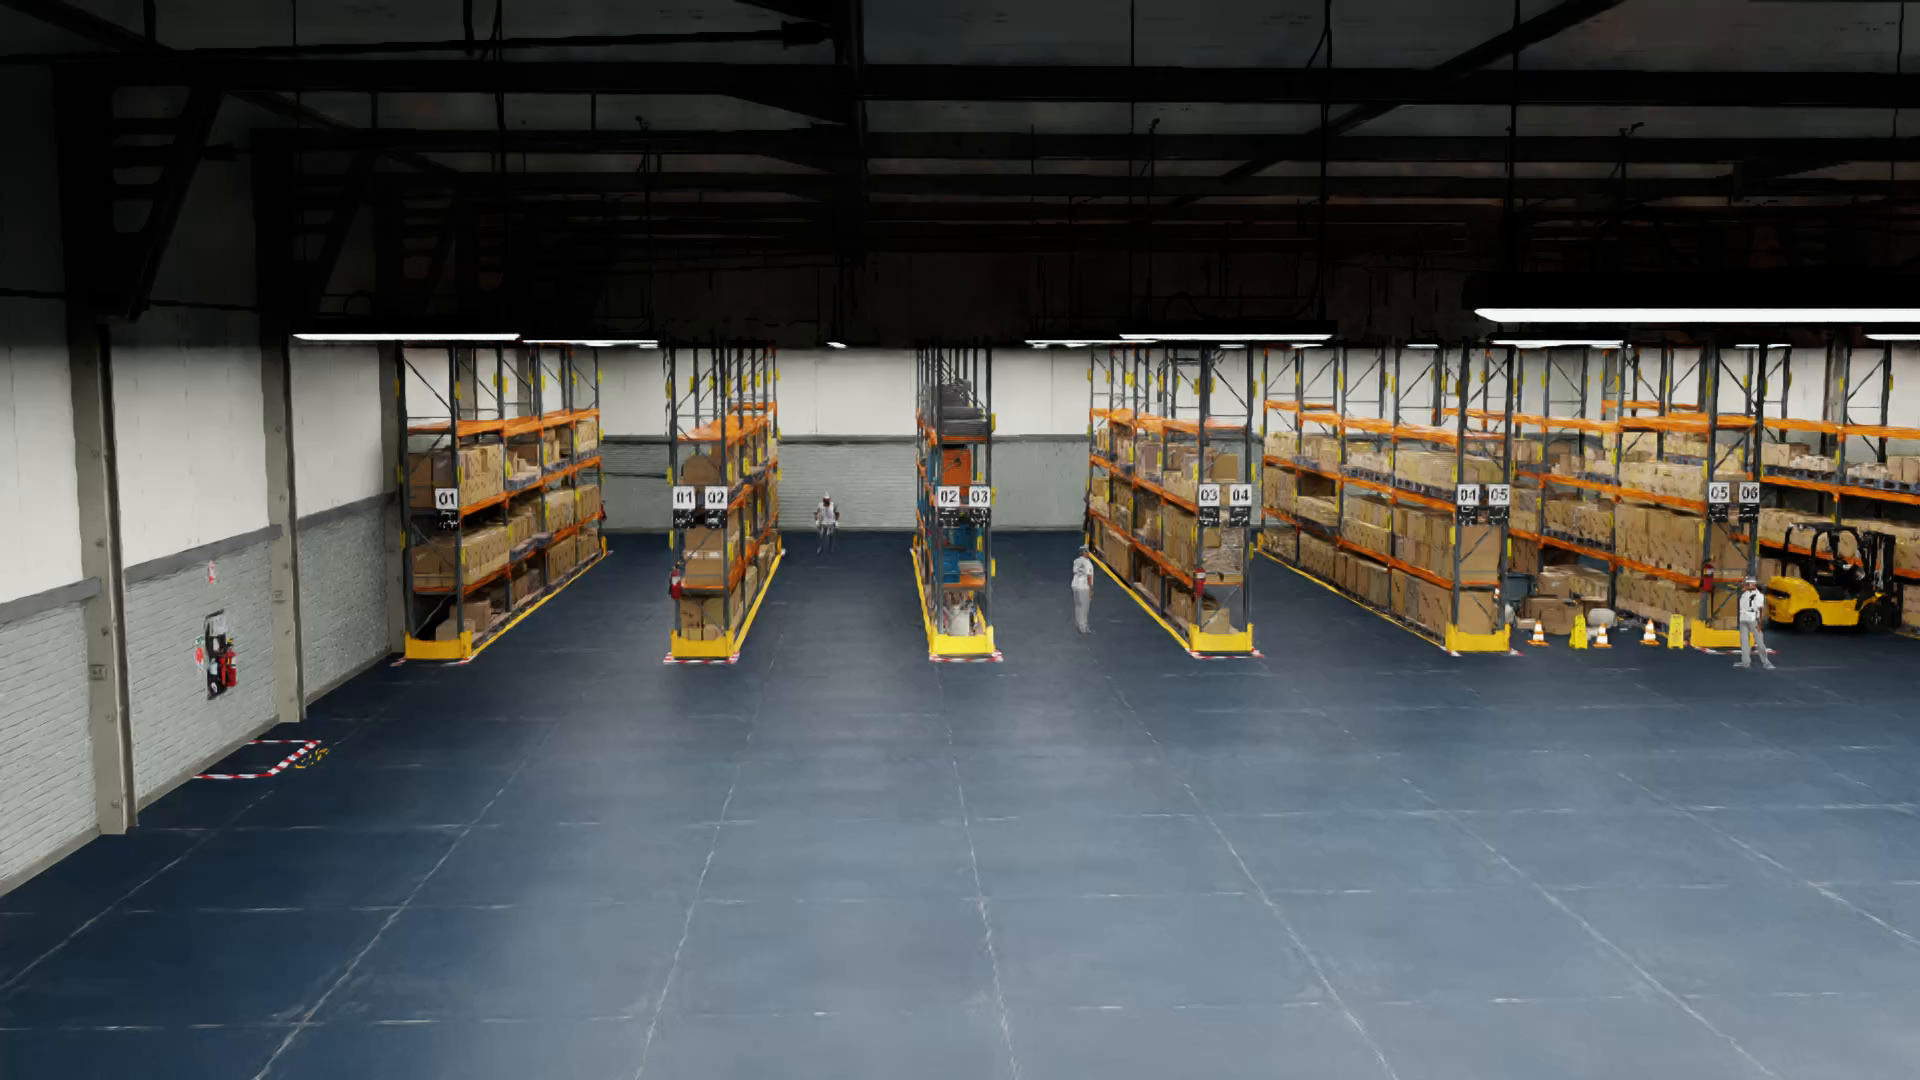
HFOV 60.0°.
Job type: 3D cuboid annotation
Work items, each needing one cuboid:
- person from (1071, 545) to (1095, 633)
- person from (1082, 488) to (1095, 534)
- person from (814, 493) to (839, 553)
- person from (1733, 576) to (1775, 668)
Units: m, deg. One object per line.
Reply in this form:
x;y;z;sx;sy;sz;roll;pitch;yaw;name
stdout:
2.547;0.985;33.928;0.492;1.768;0.628;-4;8;-31;person
4.160;-1.027;51.846;0.735;1.712;0.903;-2;7;-19;person
-3.774;-0.471;47.036;0.702;1.735;0.549;-1;7;-5;person
14.405;1.491;30.100;0.470;1.666;0.652;-4;7;-29;person
